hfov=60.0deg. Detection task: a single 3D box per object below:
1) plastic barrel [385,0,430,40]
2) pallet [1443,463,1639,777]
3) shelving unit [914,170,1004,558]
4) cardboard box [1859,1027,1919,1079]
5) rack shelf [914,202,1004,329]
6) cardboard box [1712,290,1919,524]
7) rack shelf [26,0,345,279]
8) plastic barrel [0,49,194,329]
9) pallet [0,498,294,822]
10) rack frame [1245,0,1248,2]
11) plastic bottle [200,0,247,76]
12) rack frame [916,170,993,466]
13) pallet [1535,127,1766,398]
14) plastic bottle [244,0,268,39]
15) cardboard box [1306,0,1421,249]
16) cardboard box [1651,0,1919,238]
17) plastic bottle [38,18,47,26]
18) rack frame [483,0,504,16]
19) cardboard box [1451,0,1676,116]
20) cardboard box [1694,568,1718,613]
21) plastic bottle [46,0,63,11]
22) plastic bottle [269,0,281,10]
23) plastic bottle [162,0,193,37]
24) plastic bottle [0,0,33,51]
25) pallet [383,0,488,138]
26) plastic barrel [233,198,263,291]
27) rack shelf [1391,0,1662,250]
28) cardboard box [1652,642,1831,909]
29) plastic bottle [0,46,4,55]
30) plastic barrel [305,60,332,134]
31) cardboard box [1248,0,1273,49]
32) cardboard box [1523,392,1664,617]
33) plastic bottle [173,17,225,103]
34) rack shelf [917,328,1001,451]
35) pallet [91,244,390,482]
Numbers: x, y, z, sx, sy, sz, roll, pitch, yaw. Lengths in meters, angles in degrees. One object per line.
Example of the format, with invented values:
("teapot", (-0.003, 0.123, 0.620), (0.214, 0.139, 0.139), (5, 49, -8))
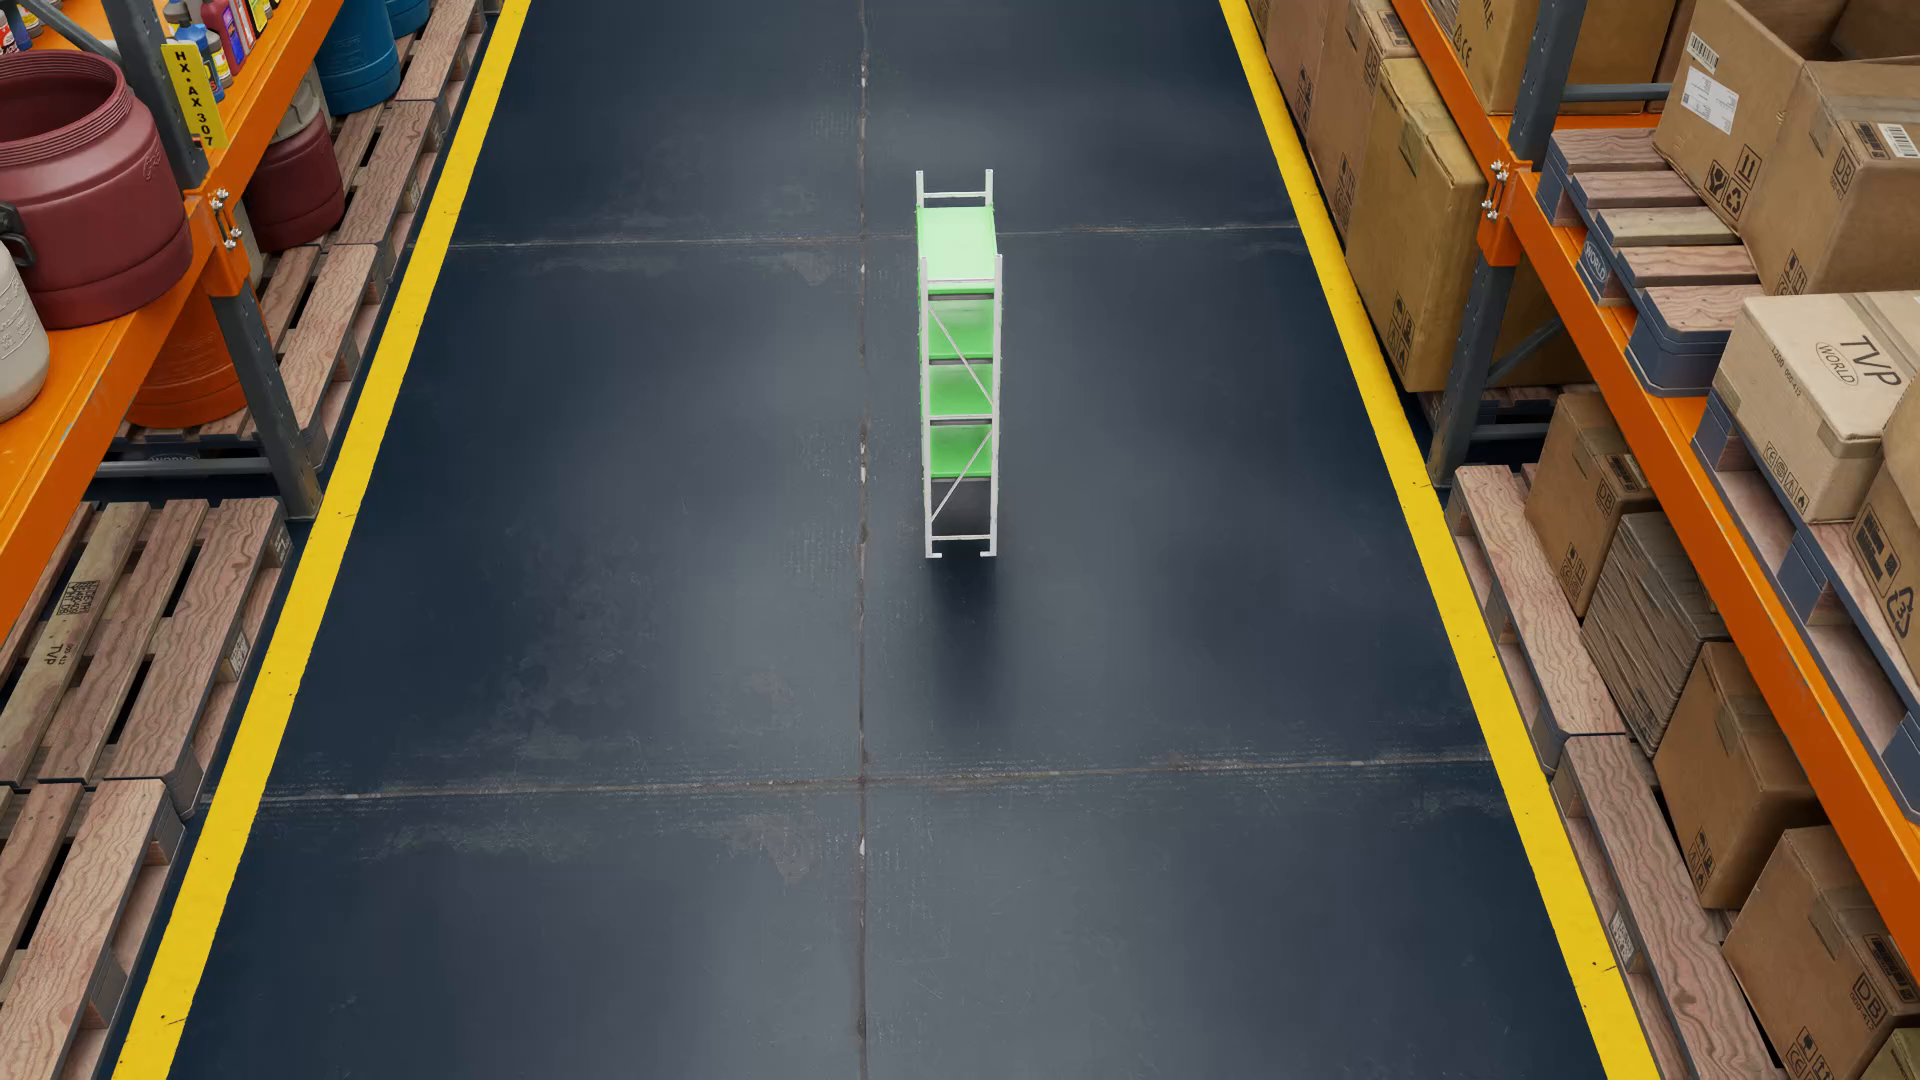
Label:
("plastic barrel", (-2.922, -2.913, 7.950), (0.600, 0.901, 0.708), (-2, 43, -2))
("pallet", (2.222, 0.215, 5.360), (1.003, 0.211, 1.213), (-2, 43, -2))
("shelving unit", (-0.007, -0.554, 5.466), (0.258, 1.200, 0.503), (-2, 43, -2))
("cardboard box", (2.354, 1.381, 3.548), (0.700, 0.500, 0.500), (-2, 43, -2))
("rack shelf", (-0.007, -0.861, 5.185), (0.258, 0.148, 0.480), (-2, 43, -2))
("cardboard box", (2.032, -0.302, 3.660), (0.500, 0.250, 0.500), (-3, 43, -3))
("rack shelf", (-2.843, -2.284, 6.554), (1.077, 0.370, 4.000), (-2, 43, -2))
("plastic barrel", (-2.435, -0.944, 4.460), (0.600, 0.536, 0.708), (-2, 43, -2))
("pallet", (-2.764, 0.353, 5.208), (1.003, 0.211, 1.213), (-2, 43, -2))
("rack frame", (2.021, -4.041, 7.939), (1.000, 3.000, 0.127), (-2, 43, -2))
("plastic bottle", (-2.422, -1.680, 5.450), (0.061, 0.283, 0.133), (-2, 43, -2))
("rack frame", (-0.017, -0.719, 5.646), (0.240, 1.200, 0.015), (-2, 43, -2))
("pallet", (2.327, -0.792, 4.536), (1.213, 0.211, 1.003), (-2, 43, -2))
("plastic bottle", (-2.433, -1.861, 5.647), (0.061, 0.283, 0.133), (-2, 43, -2))
("cardboard box", (2.152, -1.781, 6.735), (1.225, 0.875, 0.875), (-2, 43, -2))
("cardboard box", (2.254, -1.169, 4.421), (0.500, 0.500, 0.500), (-6, 43, -7))
("plastic bottle", (-3.214, -1.909, 5.708), (0.097, 0.271, 0.097), (0, 43, 0))
("rack frame", (-2.928, -3.899, 7.784), (1.000, 3.000, 0.127), (-2, 43, -2))
("cardboard box", (1.922, -1.704, 5.315), (0.500, 0.500, 0.500), (0, 43, 0))
("cardboard box", (2.282, -0.049, 4.553), (0.500, 0.250, 0.500), (3, 43, 3))
("plastic bottle", (-3.218, -1.949, 5.803), (0.097, 0.201, 0.097), (0, 43, 0))
("plastic bottle", (-2.443, -2.017, 5.817), (0.061, 0.283, 0.133), (-2, 43, -2))
("plastic bottle", (-2.597, -1.723, 5.557), (0.097, 0.201, 0.097), (0, 43, 0))
("plastic bottle", (-3.206, -1.778, 5.565), (0.097, 0.271, 0.097), (0, 43, 0))
("pallet", (-2.937, -2.349, 8.156), (1.003, 0.211, 1.213), (-2, 43, -2))
("plastic barrel", (-2.909, -1.145, 6.309), (0.421, 0.512, 0.421), (0, 43, 0))
("rack shelf", (2.106, -2.426, 6.709), (1.077, 0.370, 4.000), (-2, 43, -2))
("cardboard box", (2.306, 0.627, 4.371), (0.700, 0.500, 0.500), (2, 43, 2))
("plastic bottle", (-3.198, -1.620, 5.445), (0.097, 0.201, 0.097), (0, 43, 0))
("plastic barrel", (-2.957, -1.907, 7.141), (0.421, 0.512, 0.421), (0, 43, 0))
("cardboard box", (2.068, -2.981, 8.044), (1.225, 0.875, 0.875), (-2, 43, -2))
("cardboard box", (2.239, -0.130, 5.196), (0.700, 0.500, 0.500), (-4, 43, -4))
("plastic bottle", (-2.431, -1.532, 5.296), (0.097, 0.271, 0.097), (0, 43, 0))
("rack shelf", (-0.007, -0.507, 5.510), (0.258, 0.148, 0.480), (-2, 43, -2))
("pallet", (-2.833, -0.702, 6.359), (1.003, 0.211, 1.213), (-2, 43, -2))
